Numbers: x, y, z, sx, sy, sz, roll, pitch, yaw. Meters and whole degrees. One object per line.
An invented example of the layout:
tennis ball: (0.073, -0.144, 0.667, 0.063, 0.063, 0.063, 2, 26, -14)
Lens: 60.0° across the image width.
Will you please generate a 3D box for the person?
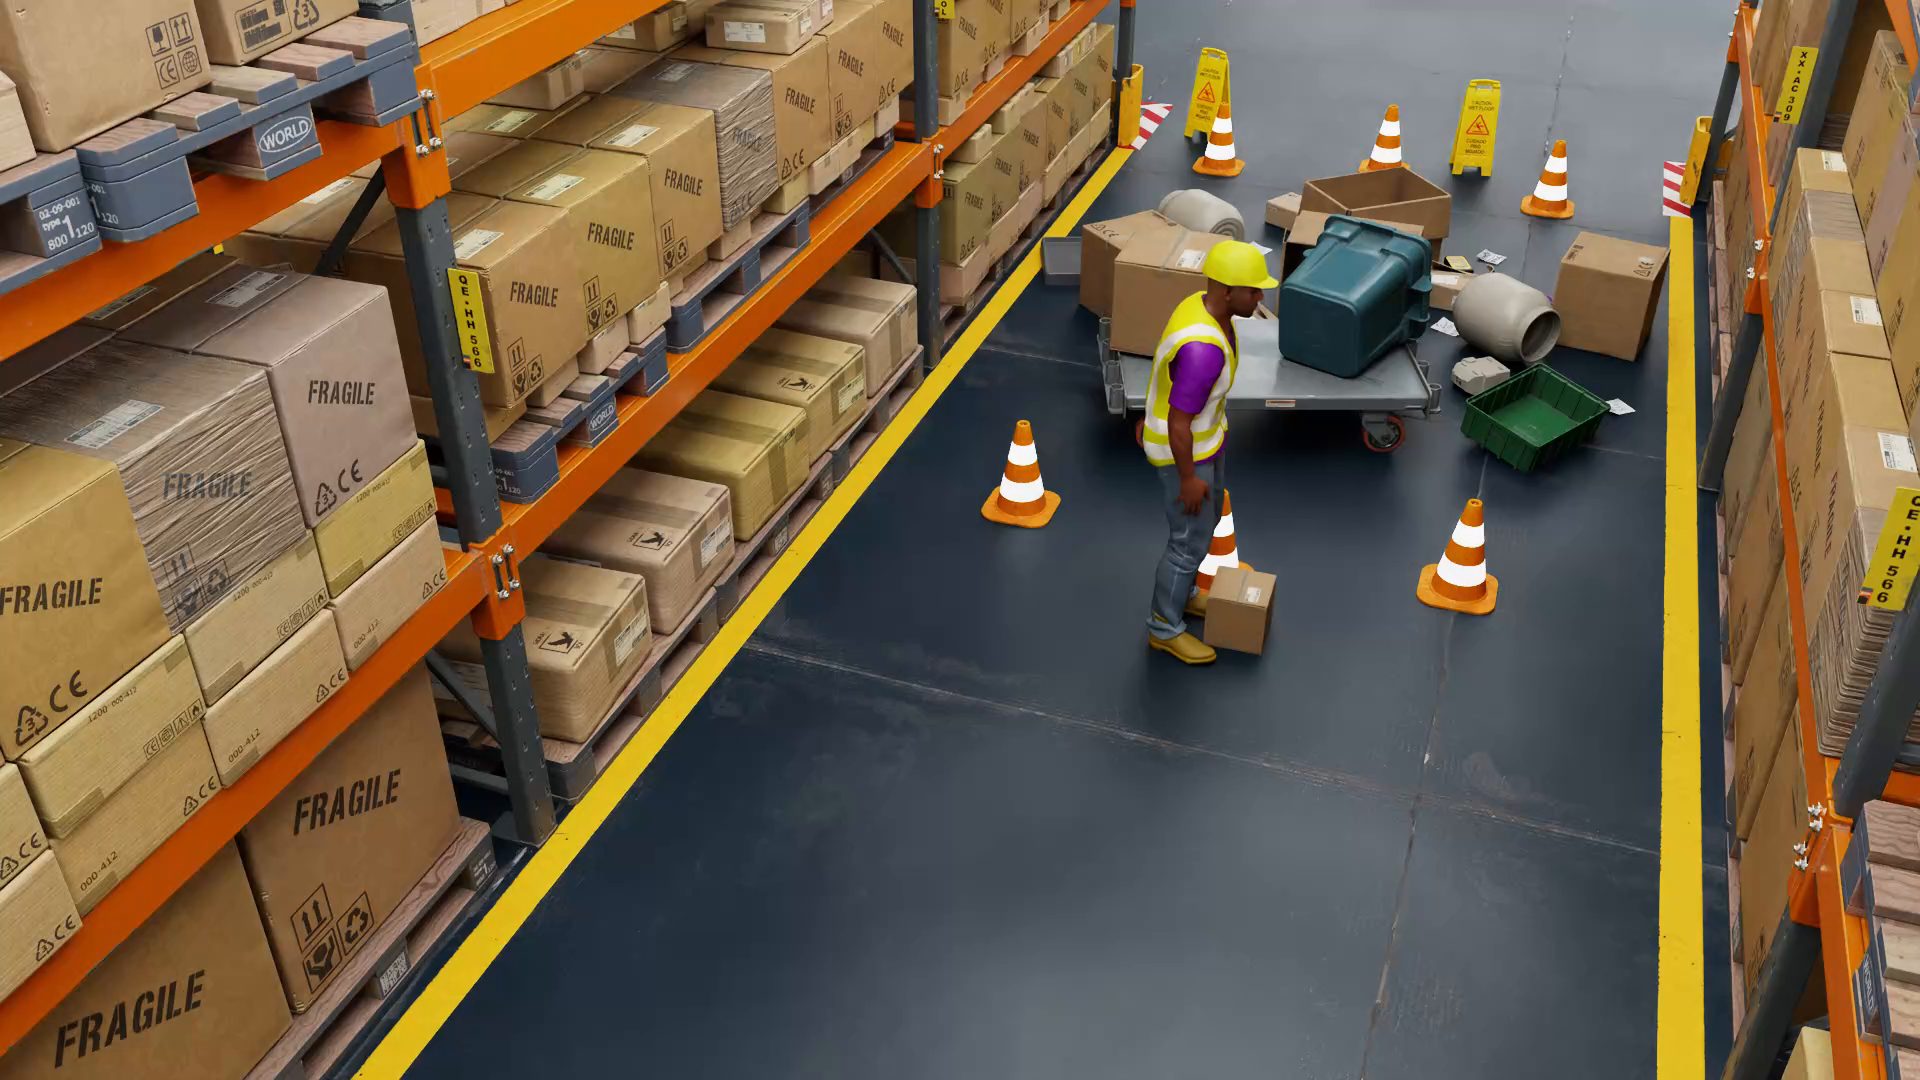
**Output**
person: (0.970, -0.373, 6.697, 0.462, 1.759, 0.627, 9, 34, 14)
